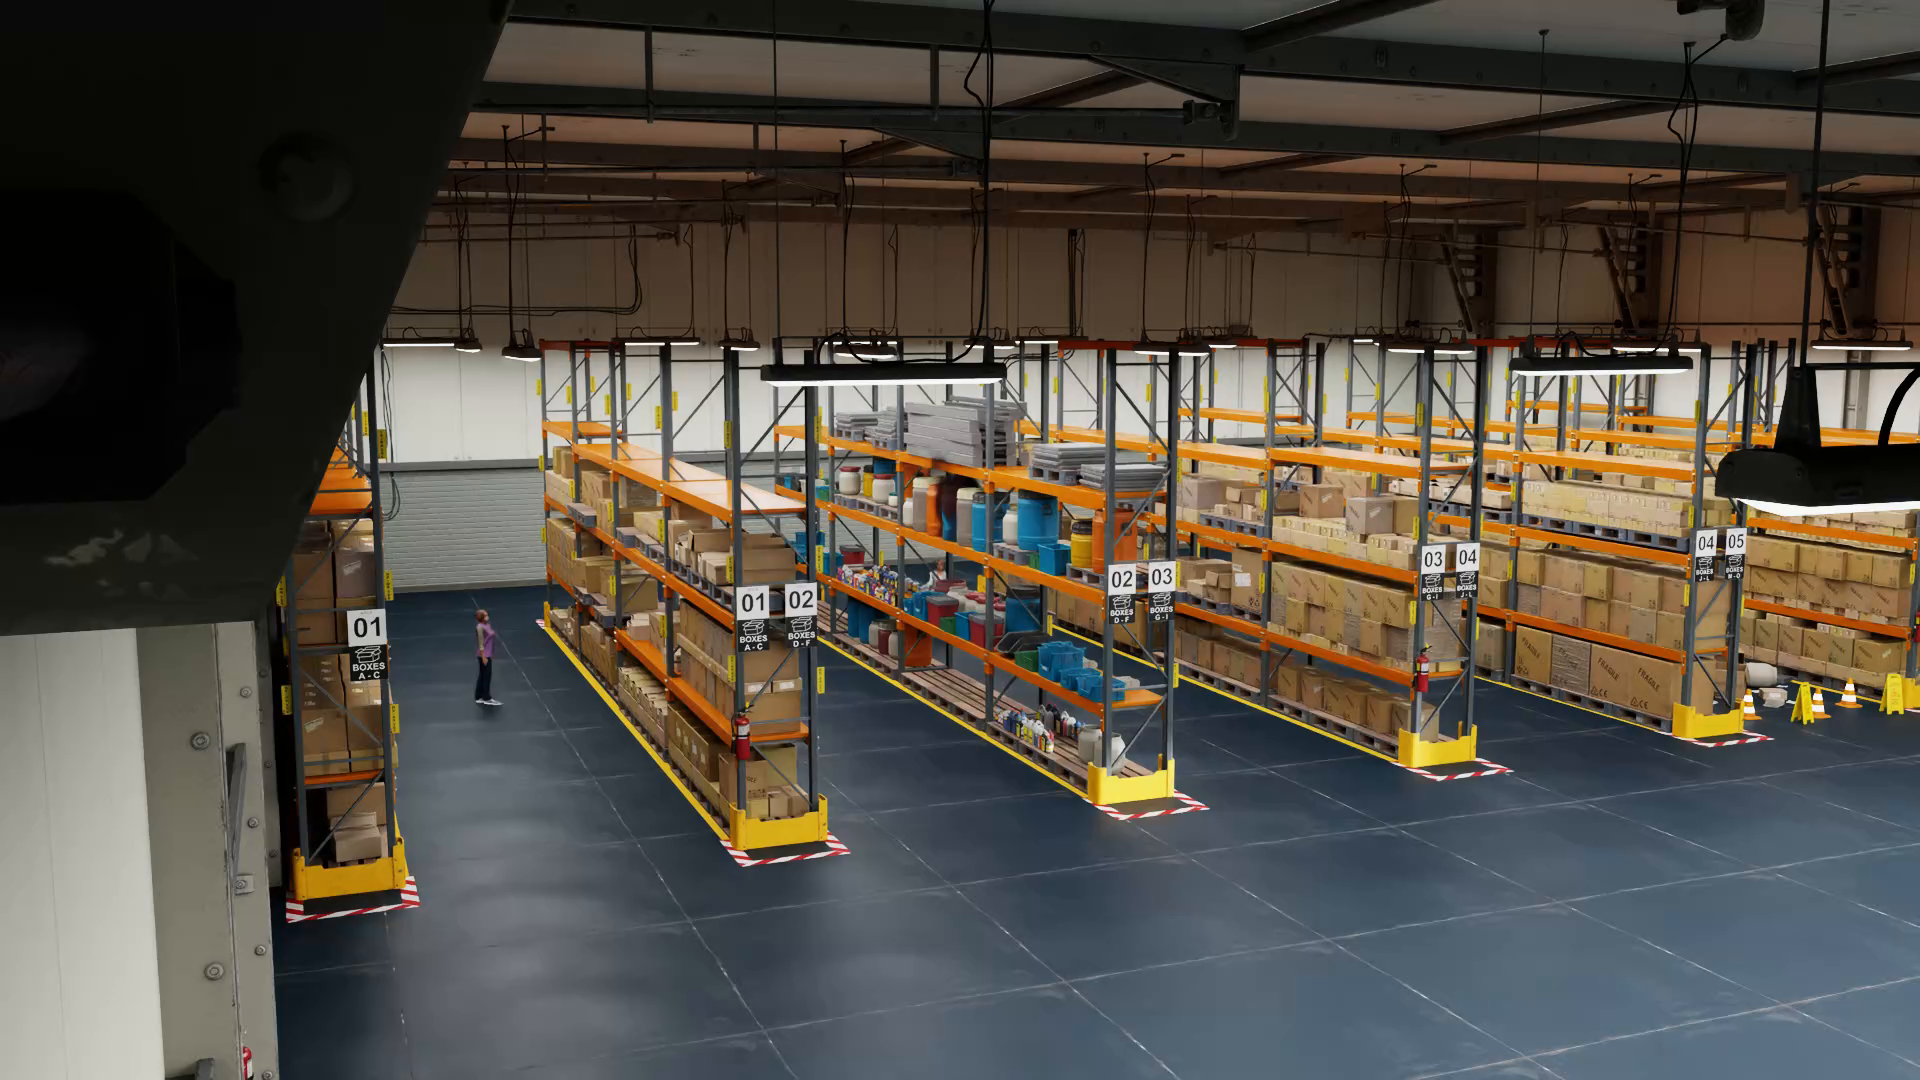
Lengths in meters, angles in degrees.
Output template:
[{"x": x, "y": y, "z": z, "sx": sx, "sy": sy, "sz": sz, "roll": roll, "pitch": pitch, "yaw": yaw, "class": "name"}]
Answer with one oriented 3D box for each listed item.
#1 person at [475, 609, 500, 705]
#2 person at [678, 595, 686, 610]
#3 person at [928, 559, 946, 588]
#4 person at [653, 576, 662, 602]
[{"x": -7.907, "y": 1.946, "z": 27.731, "sx": 0.403, "sy": 1.609, "sz": 0.438, "roll": -2, "pitch": 8, "yaw": -17, "class": "person"}, {"x": -5.054, "y": 1.449, "z": 31.266, "sx": 0.502, "sy": 1.641, "sz": 0.951, "roll": -4, "pitch": 8, "yaw": -27, "class": "person"}, {"x": -0.373, "y": 1.178, "z": 33.447, "sx": 0.453, "sy": 1.587, "sz": 0.619, "roll": -5, "pitch": 9, "yaw": -33, "class": "person"}, {"x": -6.704, "y": 0.876, "z": 35.837, "sx": 0.574, "sy": 1.589, "sz": 0.978, "roll": -7, "pitch": 10, "yaw": -44, "class": "person"}]
